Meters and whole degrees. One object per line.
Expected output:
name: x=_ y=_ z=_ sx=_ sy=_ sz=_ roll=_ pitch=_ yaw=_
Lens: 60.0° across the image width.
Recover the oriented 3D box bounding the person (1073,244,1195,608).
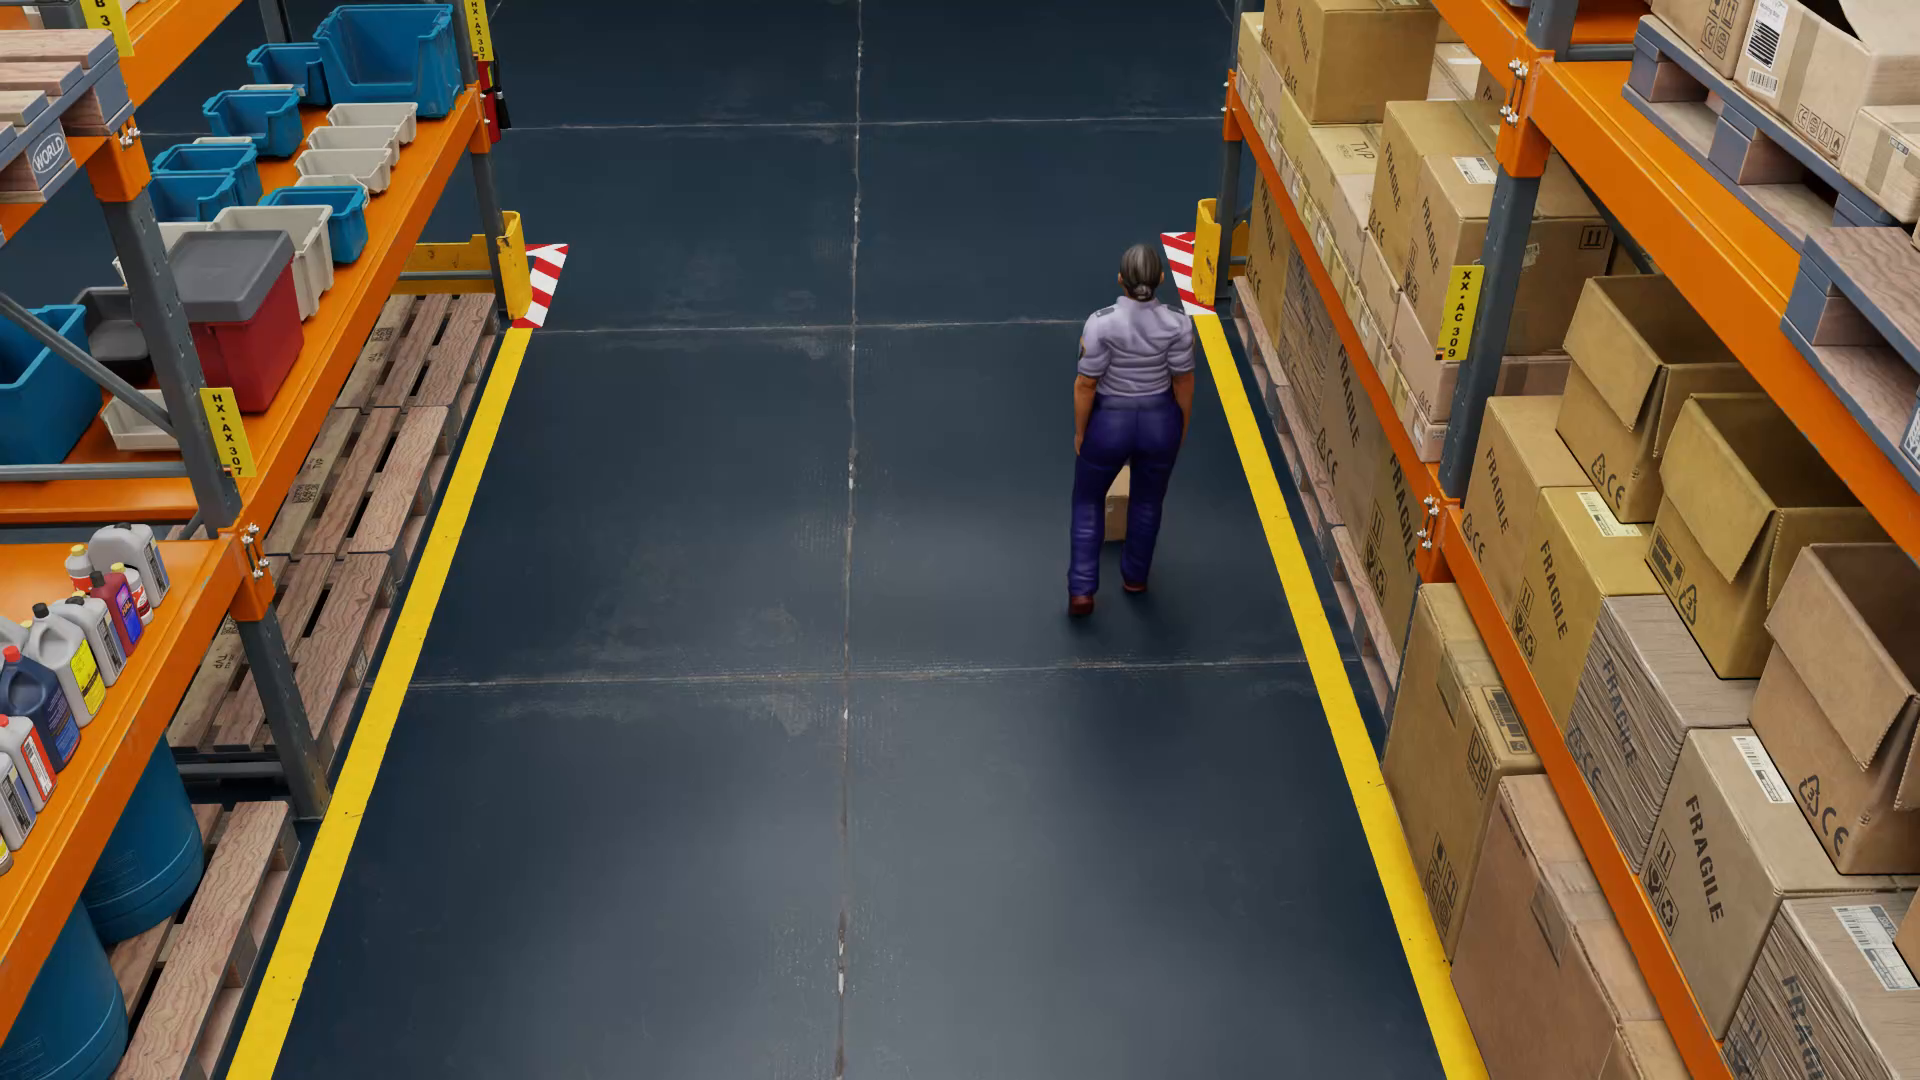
person: x=0.690 y=-0.417 z=6.820 sx=0.474 sy=1.733 sz=0.399 roll=-1 pitch=35 yaw=-1
